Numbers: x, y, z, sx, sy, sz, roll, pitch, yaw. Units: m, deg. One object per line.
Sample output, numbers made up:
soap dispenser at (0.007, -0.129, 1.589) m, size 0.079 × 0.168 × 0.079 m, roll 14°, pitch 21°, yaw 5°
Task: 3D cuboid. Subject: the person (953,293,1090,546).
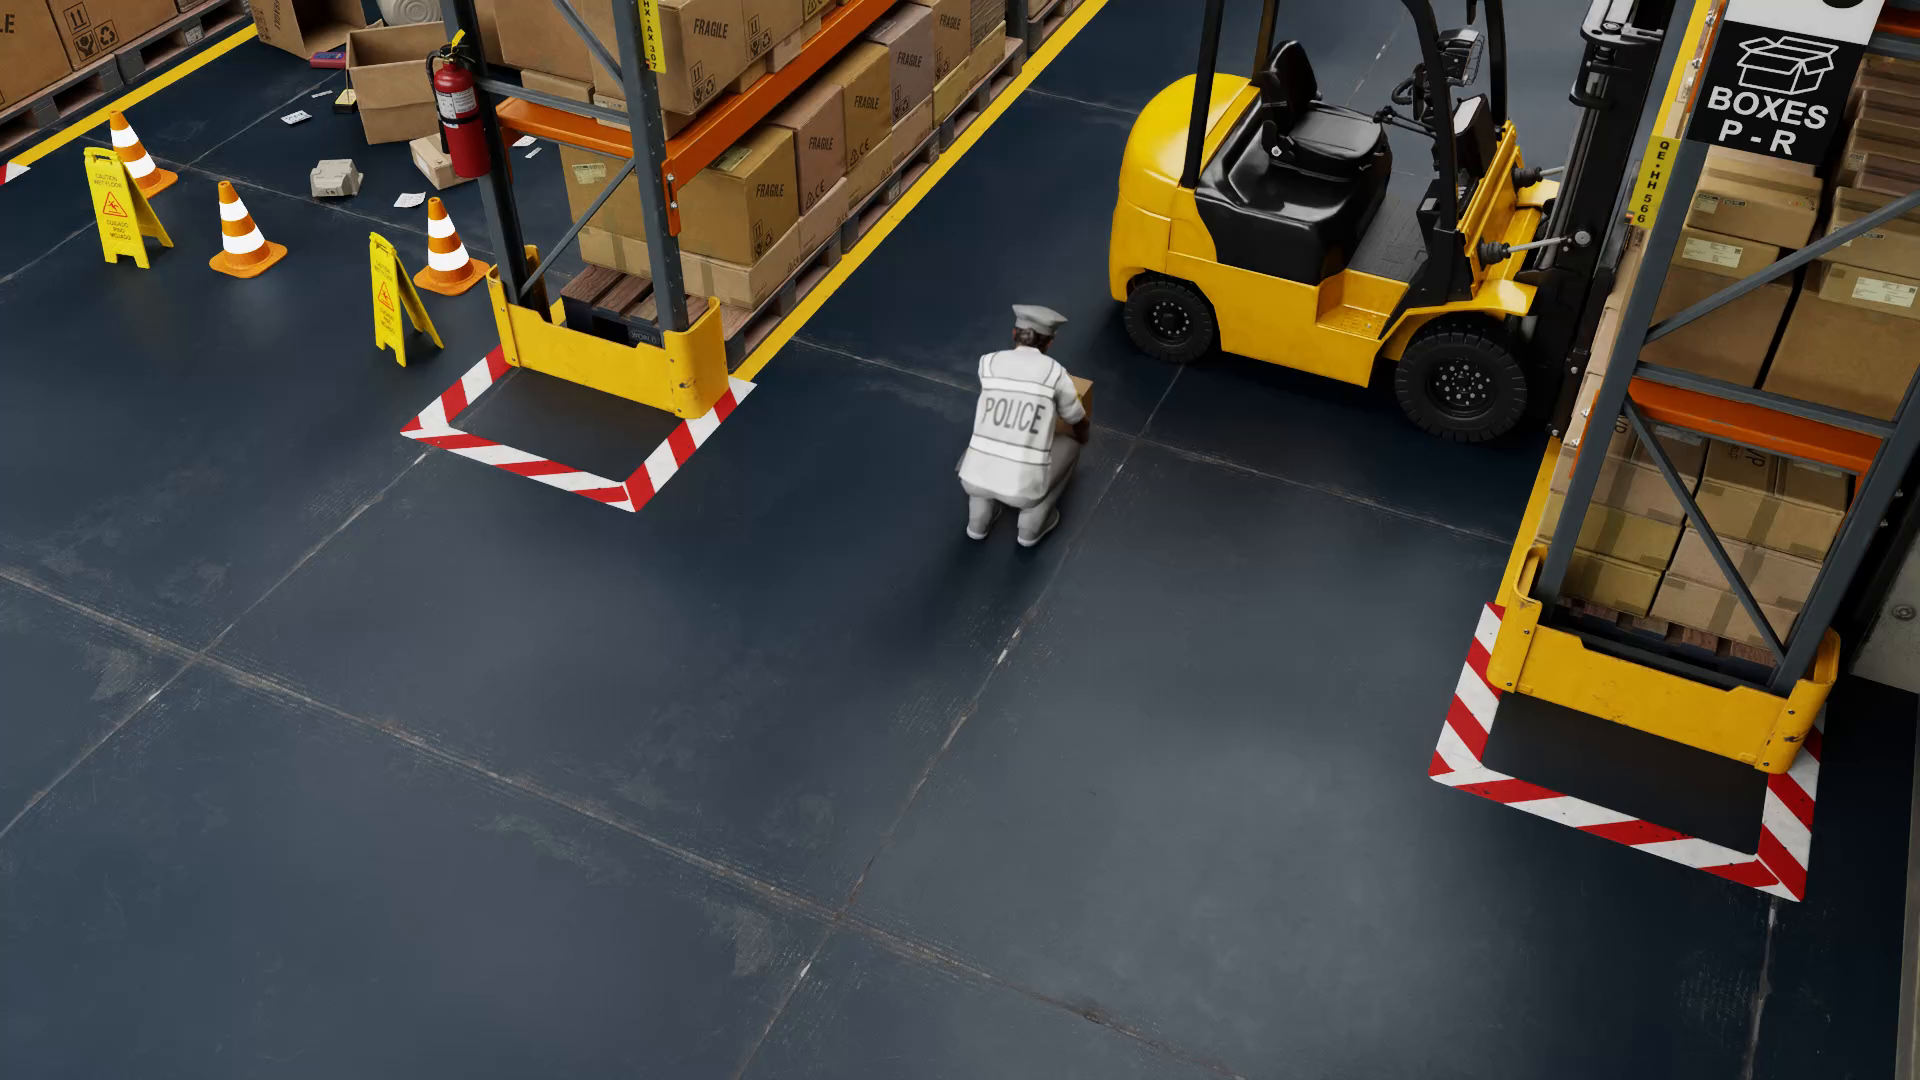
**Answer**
person at (0.281, -0.503, 7.231) m, size 0.459 × 0.976 × 0.899 m, roll 16°, pitch 45°, yaw 17°
